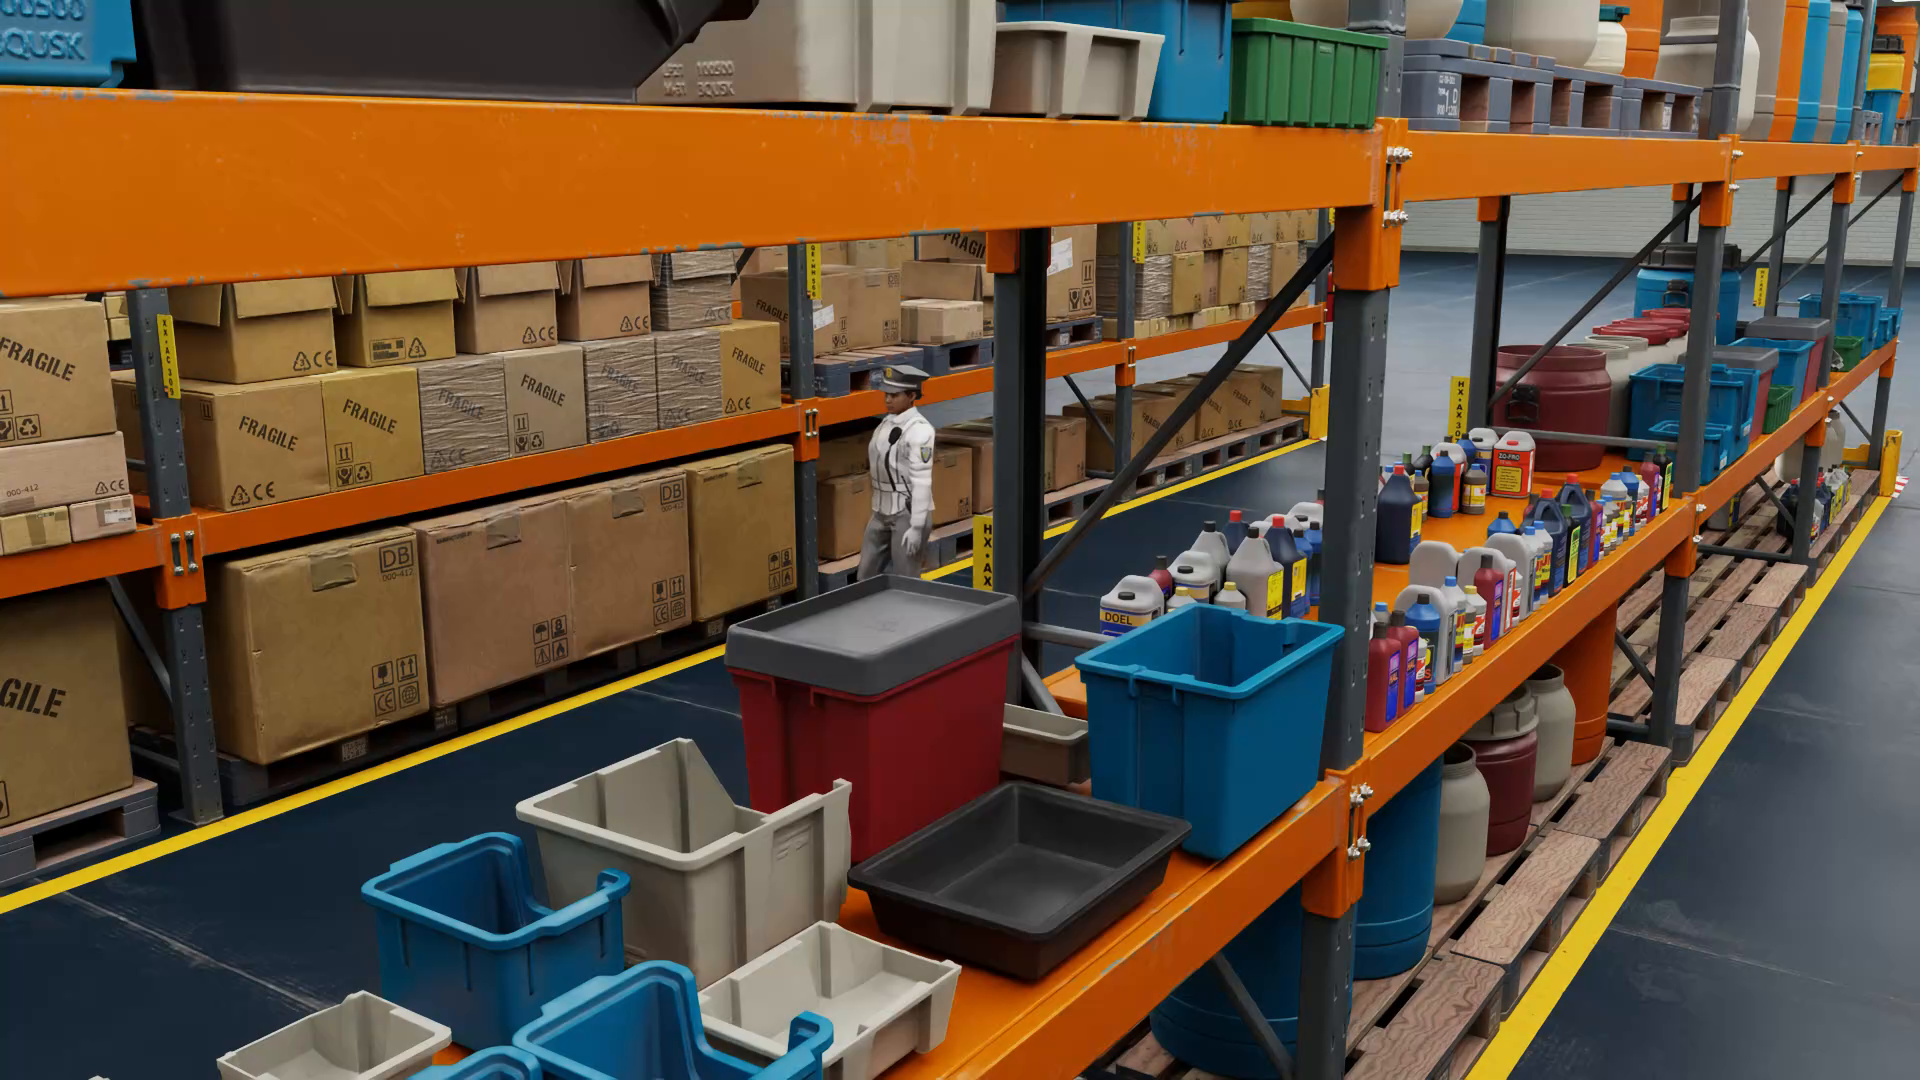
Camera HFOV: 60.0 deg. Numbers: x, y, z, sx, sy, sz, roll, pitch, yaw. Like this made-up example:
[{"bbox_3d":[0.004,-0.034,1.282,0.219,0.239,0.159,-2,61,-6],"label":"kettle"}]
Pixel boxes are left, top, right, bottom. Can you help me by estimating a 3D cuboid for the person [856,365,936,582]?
[{"bbox_3d":[-0.347,-0.092,8.862,0.372,1.696,0.557,-8,15,-30],"label":"person"}]
